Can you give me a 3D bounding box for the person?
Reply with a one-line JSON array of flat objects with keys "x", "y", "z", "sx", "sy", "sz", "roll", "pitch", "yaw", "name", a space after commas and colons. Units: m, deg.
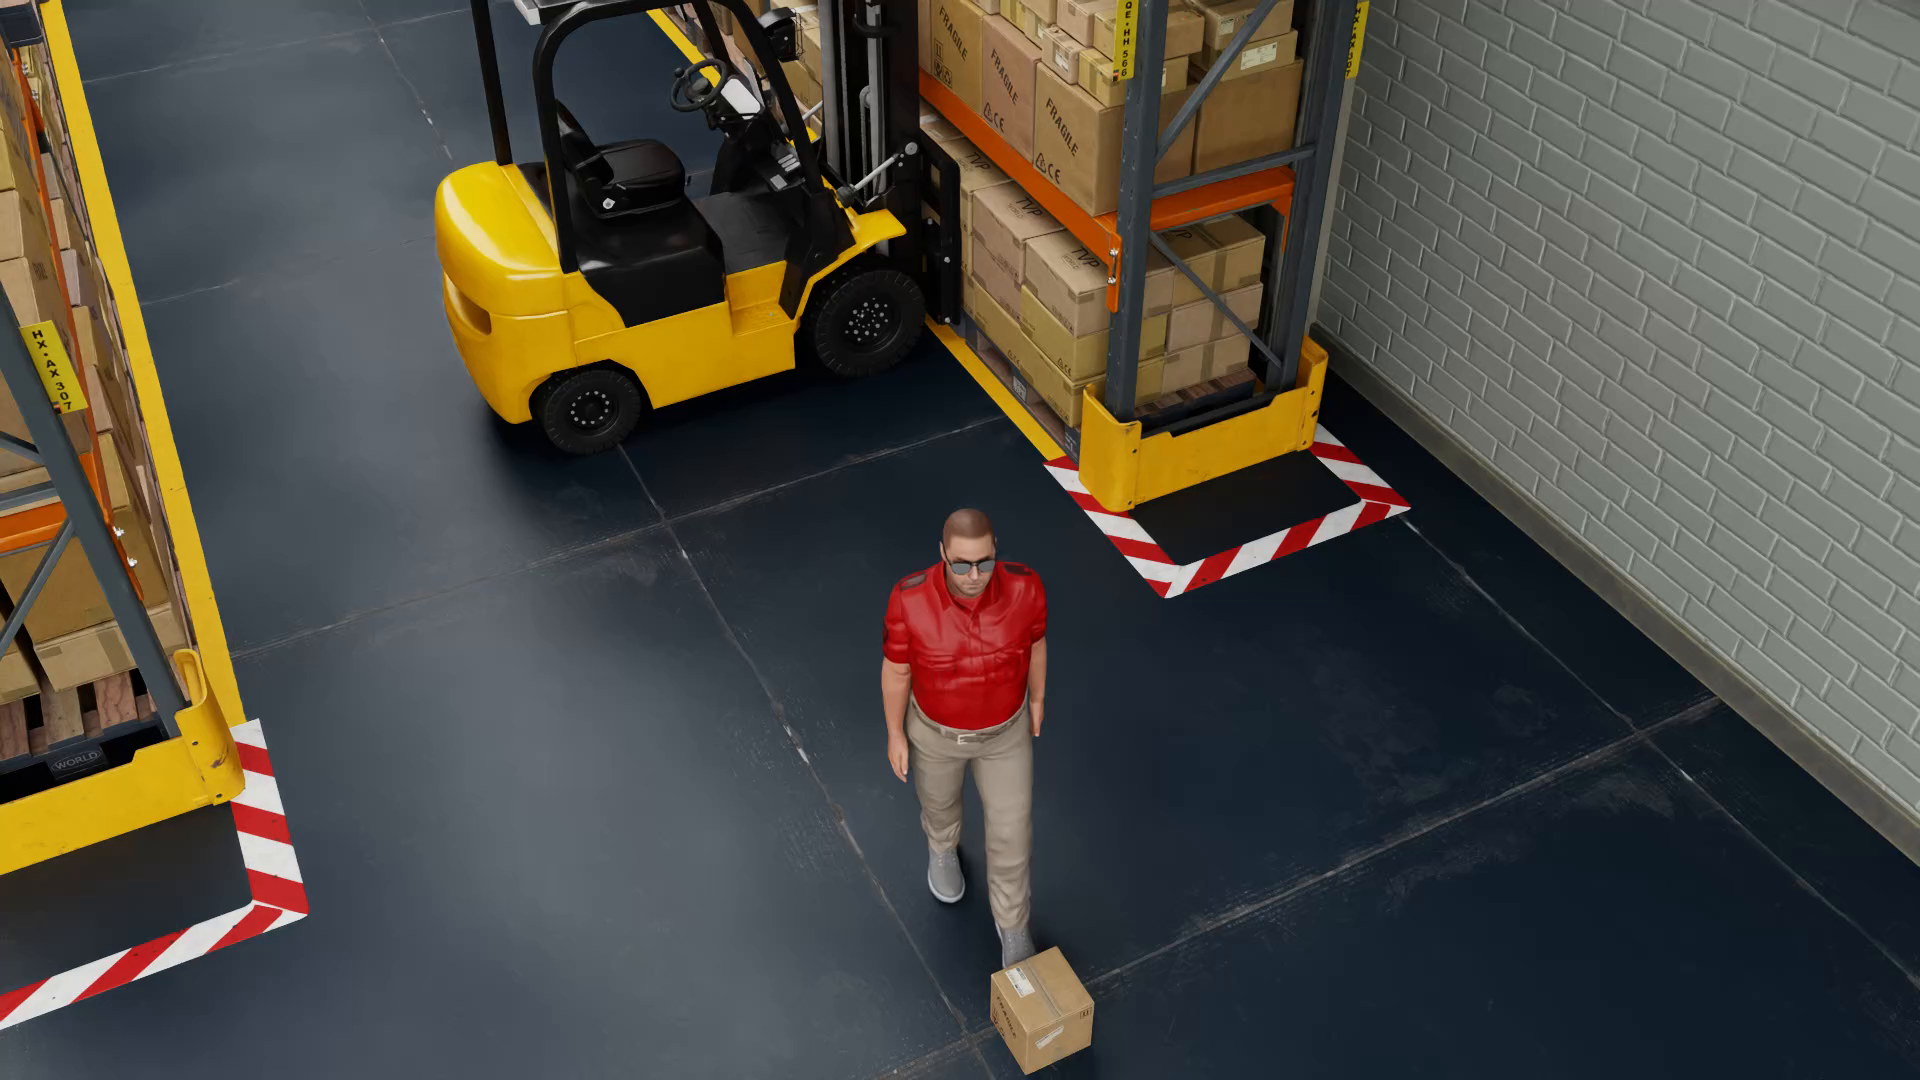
[{"x": 0.033, "y": 0.680, "z": 5.374, "sx": 0.547, "sy": 1.714, "sz": 0.726, "roll": -4, "pitch": 41, "yaw": -4, "name": "person"}]
